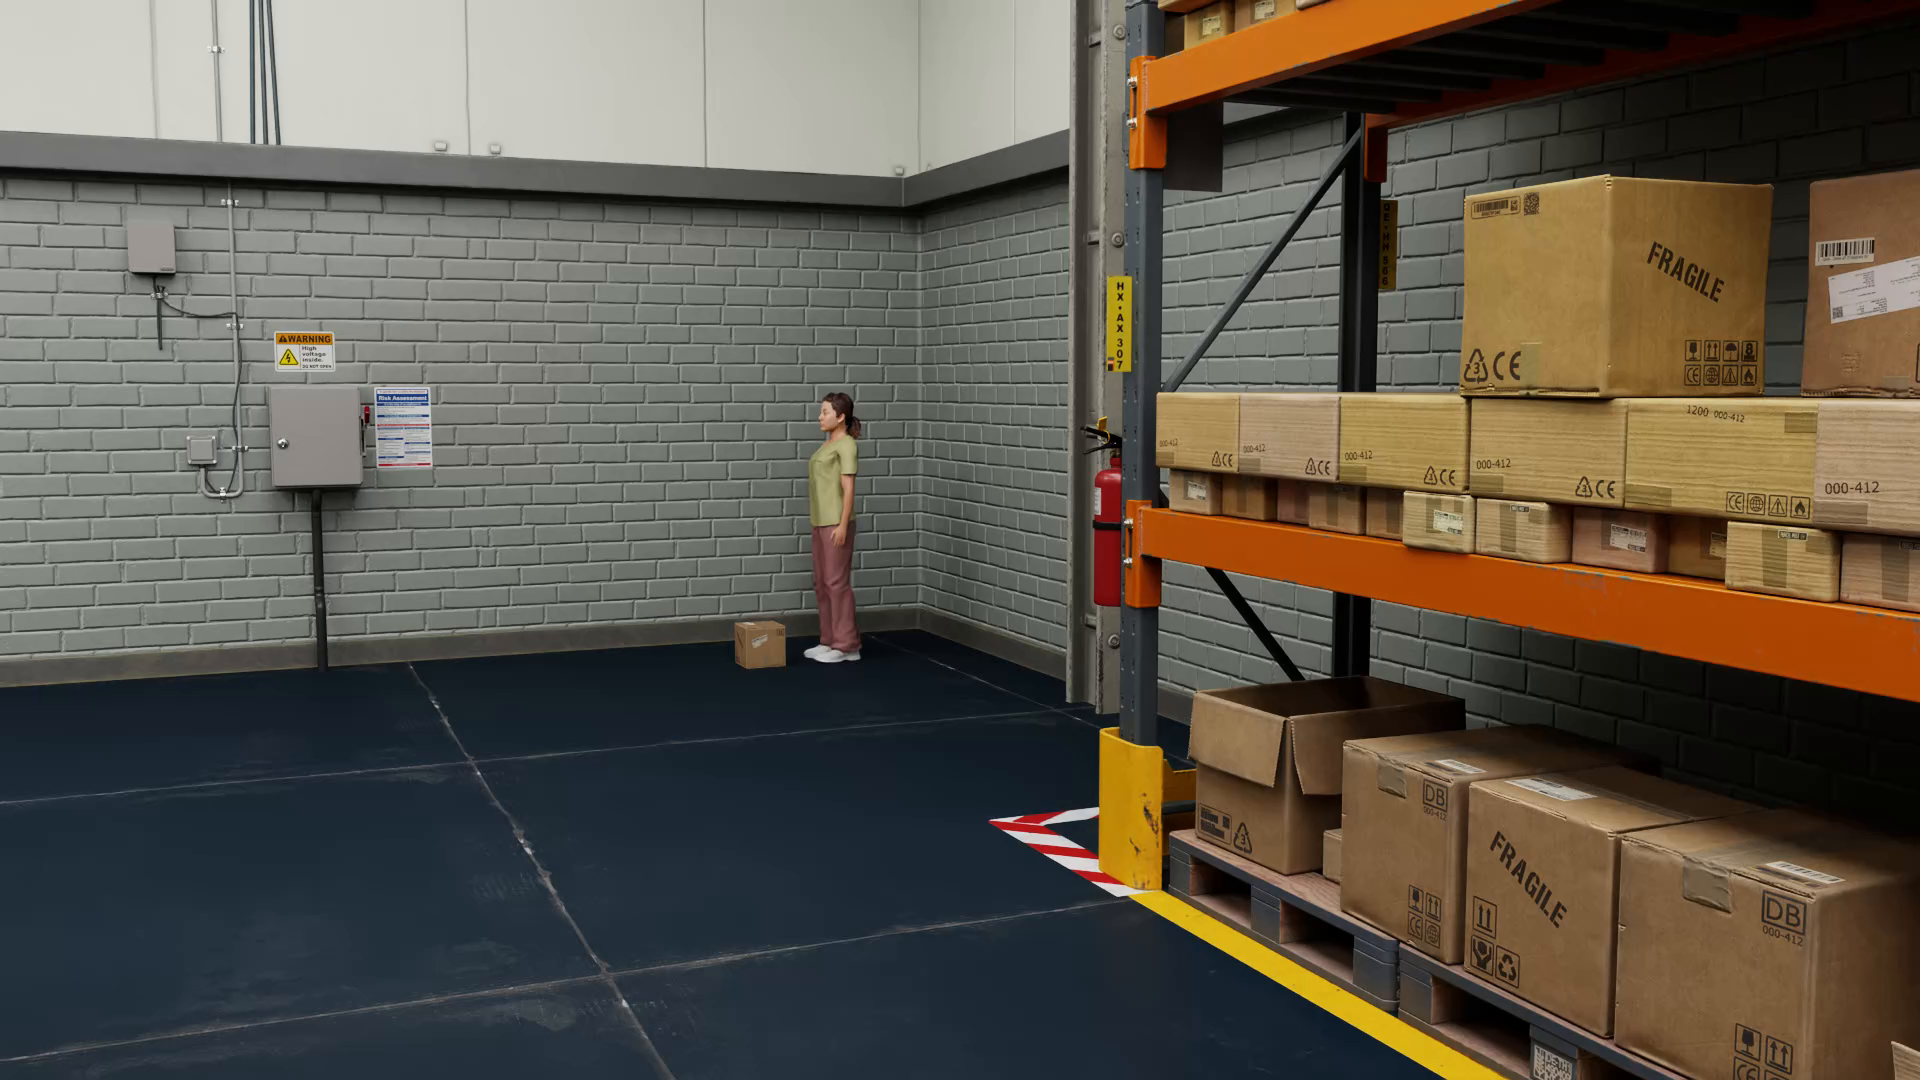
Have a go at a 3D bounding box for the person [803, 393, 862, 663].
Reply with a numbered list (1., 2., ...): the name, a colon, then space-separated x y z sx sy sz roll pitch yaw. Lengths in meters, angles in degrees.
1. person: -0.771 -0.077 10.341 0.355 1.671 0.440 -2 6 -22
